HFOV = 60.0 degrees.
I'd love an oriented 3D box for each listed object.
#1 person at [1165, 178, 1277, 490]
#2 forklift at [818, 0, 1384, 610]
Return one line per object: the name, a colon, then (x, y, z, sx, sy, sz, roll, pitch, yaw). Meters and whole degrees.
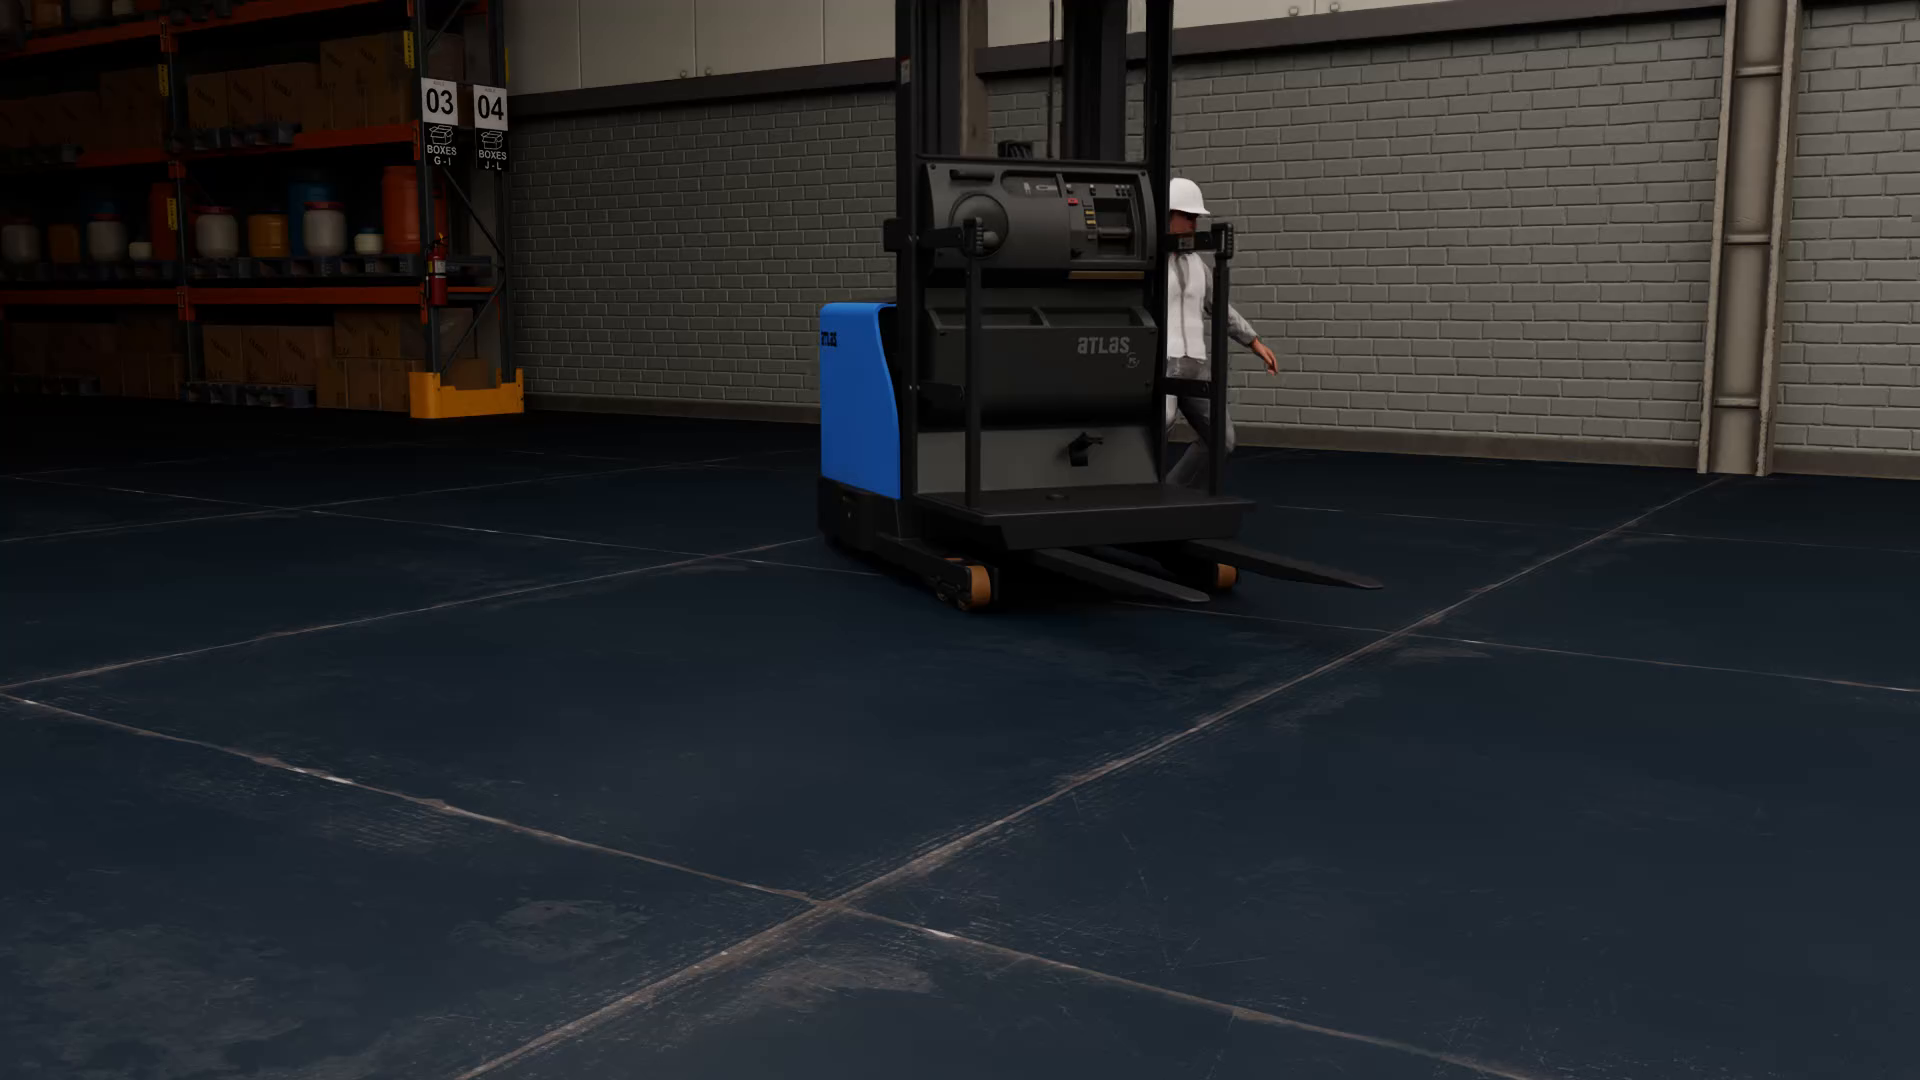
person: (1.026, -0.875, 7.876, 0.937, 1.646, 0.677, -5, 10, -33)
forklift: (0.399, -1.269, 6.116, 1.130, 2.935, 3.031, -3, 9, -22)
